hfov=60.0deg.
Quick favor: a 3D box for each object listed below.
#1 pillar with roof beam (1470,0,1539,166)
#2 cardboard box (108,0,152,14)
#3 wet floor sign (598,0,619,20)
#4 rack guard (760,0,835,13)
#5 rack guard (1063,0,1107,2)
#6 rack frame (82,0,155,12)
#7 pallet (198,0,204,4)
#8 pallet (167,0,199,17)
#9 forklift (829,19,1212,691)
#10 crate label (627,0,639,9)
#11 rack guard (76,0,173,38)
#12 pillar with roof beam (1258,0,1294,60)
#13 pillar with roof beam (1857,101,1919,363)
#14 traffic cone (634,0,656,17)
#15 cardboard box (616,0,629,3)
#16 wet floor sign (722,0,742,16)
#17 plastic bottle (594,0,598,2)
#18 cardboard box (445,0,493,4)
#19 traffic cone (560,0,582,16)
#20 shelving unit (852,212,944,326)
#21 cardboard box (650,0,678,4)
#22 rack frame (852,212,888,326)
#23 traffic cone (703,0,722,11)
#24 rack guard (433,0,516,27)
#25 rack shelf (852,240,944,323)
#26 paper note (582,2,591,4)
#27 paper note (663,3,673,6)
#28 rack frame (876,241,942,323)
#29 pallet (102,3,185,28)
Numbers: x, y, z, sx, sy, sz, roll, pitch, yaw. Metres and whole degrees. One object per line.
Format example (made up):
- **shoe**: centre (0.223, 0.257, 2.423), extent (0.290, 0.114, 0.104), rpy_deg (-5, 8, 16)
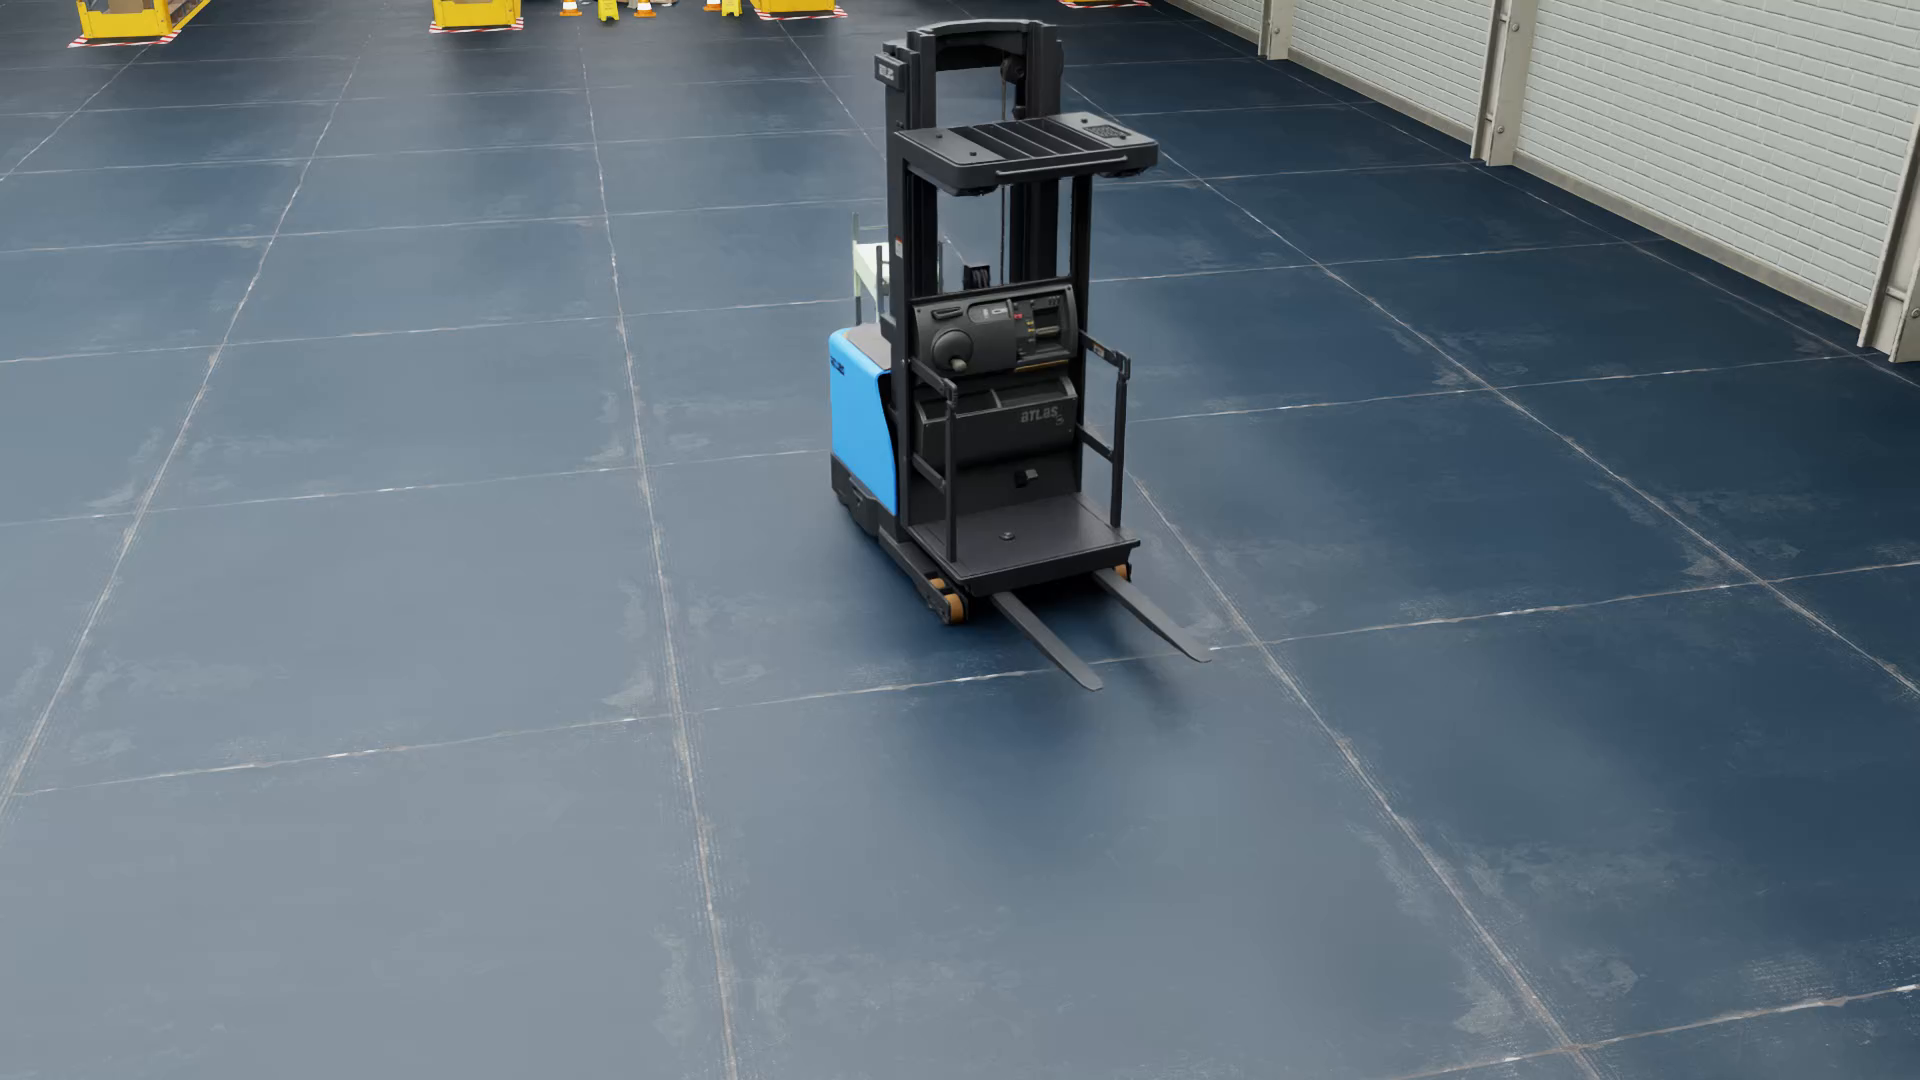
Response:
- **pillar with roof beam**: centre (1.497, -7.635, 14.889), extent (9.100, 9.000, 0.400), rpy_deg (-6, 27, -12)
- **cardboard box**: centre (-12.349, -8.100, 24.777), extent (0.500, 0.500, 0.500), rpy_deg (-1, 27, -2)
- **wet floor sign**: centre (-5.434, -8.349, 25.575), extent (0.267, 0.644, 0.232), rpy_deg (-11, 29, -20)
- **rack guard**: centre (-2.587, -8.676, 26.385), extent (1.175, 0.500, 0.348), rpy_deg (-6, 27, -12)
- **rack guard**: centre (2.271, -9.138, 27.300), extent (1.175, 0.500, 0.348), rpy_deg (-6, 27, -12)
- **rack frame**: centre (-12.225, -8.752, 23.762), extent (1.000, 3.000, 0.127), rpy_deg (-6, 27, -12)
- **pallet**: centre (-12.940, -8.972, 27.292), extent (1.003, 0.211, 1.213), rpy_deg (-6, 27, -12)
- **pallet**: centre (-12.662, -8.436, 26.229), extent (1.003, 0.211, 1.213), rpy_deg (-6, 27, -12)
- **forklift**: centre (0.289, -1.080, 8.638), extent (1.130, 2.935, 3.031), rpy_deg (-12, 29, -22)
- **crate label**: centre (-5.166, -8.615, 26.667), extent (0.250, 0.136, 0.298), rpy_deg (-23, 35, -38)
- **rack guard**: centre (-12.242, -7.670, 24.391), extent (1.175, 0.500, 0.348), rpy_deg (-6, 27, -12)
- **pillar with roof beam**: centre (0.144, -10.269, 20.108), extent (9.100, 9.000, 0.400), rpy_deg (-6, 27, -12)
- **pillar with roof beam**: centre (2.849, -5.001, 9.670), extent (9.100, 9.000, 0.400), rpy_deg (-6, 27, -12)
- **traffic cone**: centre (-4.928, -8.422, 25.922), extent (0.336, 0.463, 0.334), rpy_deg (-6, 27, -12)
- **cardboard box**: centre (-5.432, -9.158, 27.336), extent (0.637, 0.503, 0.797), rpy_deg (19, 32, 32)
- **wet floor sign**: centre (-3.569, -8.516, 25.905), extent (0.267, 0.644, 0.232), rpy_deg (3, 27, 6)
- **plastic bottle**: centre (-5.969, -8.894, 27.304), extent (0.133, 0.061, 0.283), rpy_deg (-16, 31, -29)
- **cardboard box**: centre (-7.587, -8.742, 25.632), extent (0.875, 0.875, 0.875), rpy_deg (-6, 27, -11)
- **traffic cone**: centre (-6.106, -8.457, 25.991), extent (0.336, 0.463, 0.334), rpy_deg (-6, 27, -12)
- **shelving unit**: centre (-0.394, -1.261, 10.584), extent (0.431, 1.500, 0.755), rpy_deg (-7, 28, -13)
- **cardboard box**: centre (-4.833, -8.856, 27.131), extent (0.380, 0.149, 0.250), rpy_deg (8, 28, 15)
- **rack frame**: centre (-0.484, -1.421, 10.900), extent (0.400, 1.500, 0.023), rpy_deg (-7, 28, -13)
- **traffic cone**: centre (-3.924, -8.684, 26.441), extent (0.336, 0.463, 0.334), rpy_deg (-6, 27, -12)
- **rack guard**: centre (-7.364, -8.085, 25.214), extent (1.175, 0.500, 0.348), rpy_deg (-6, 27, -12)
- **rack shelf**: centre (-0.394, -1.609, 10.408), extent (0.431, 0.370, 0.720), rpy_deg (-7, 28, -13)
- **paper note**: centre (-6.060, -8.728, 27.010), extent (0.144, 0.017, 0.142), rpy_deg (3, 27, 6)
- **paper note**: centre (-4.722, -8.646, 26.846), extent (0.148, 0.019, 0.142), rpy_deg (-16, 31, -29)
- **rack frame**: centre (-0.304, -1.101, 10.267), extent (0.400, 1.500, 0.023), rpy_deg (-7, 28, -13)
- **pallet**: centre (-12.391, -7.901, 25.170), extent (1.003, 0.211, 1.213), rpy_deg (-6, 27, -12)
